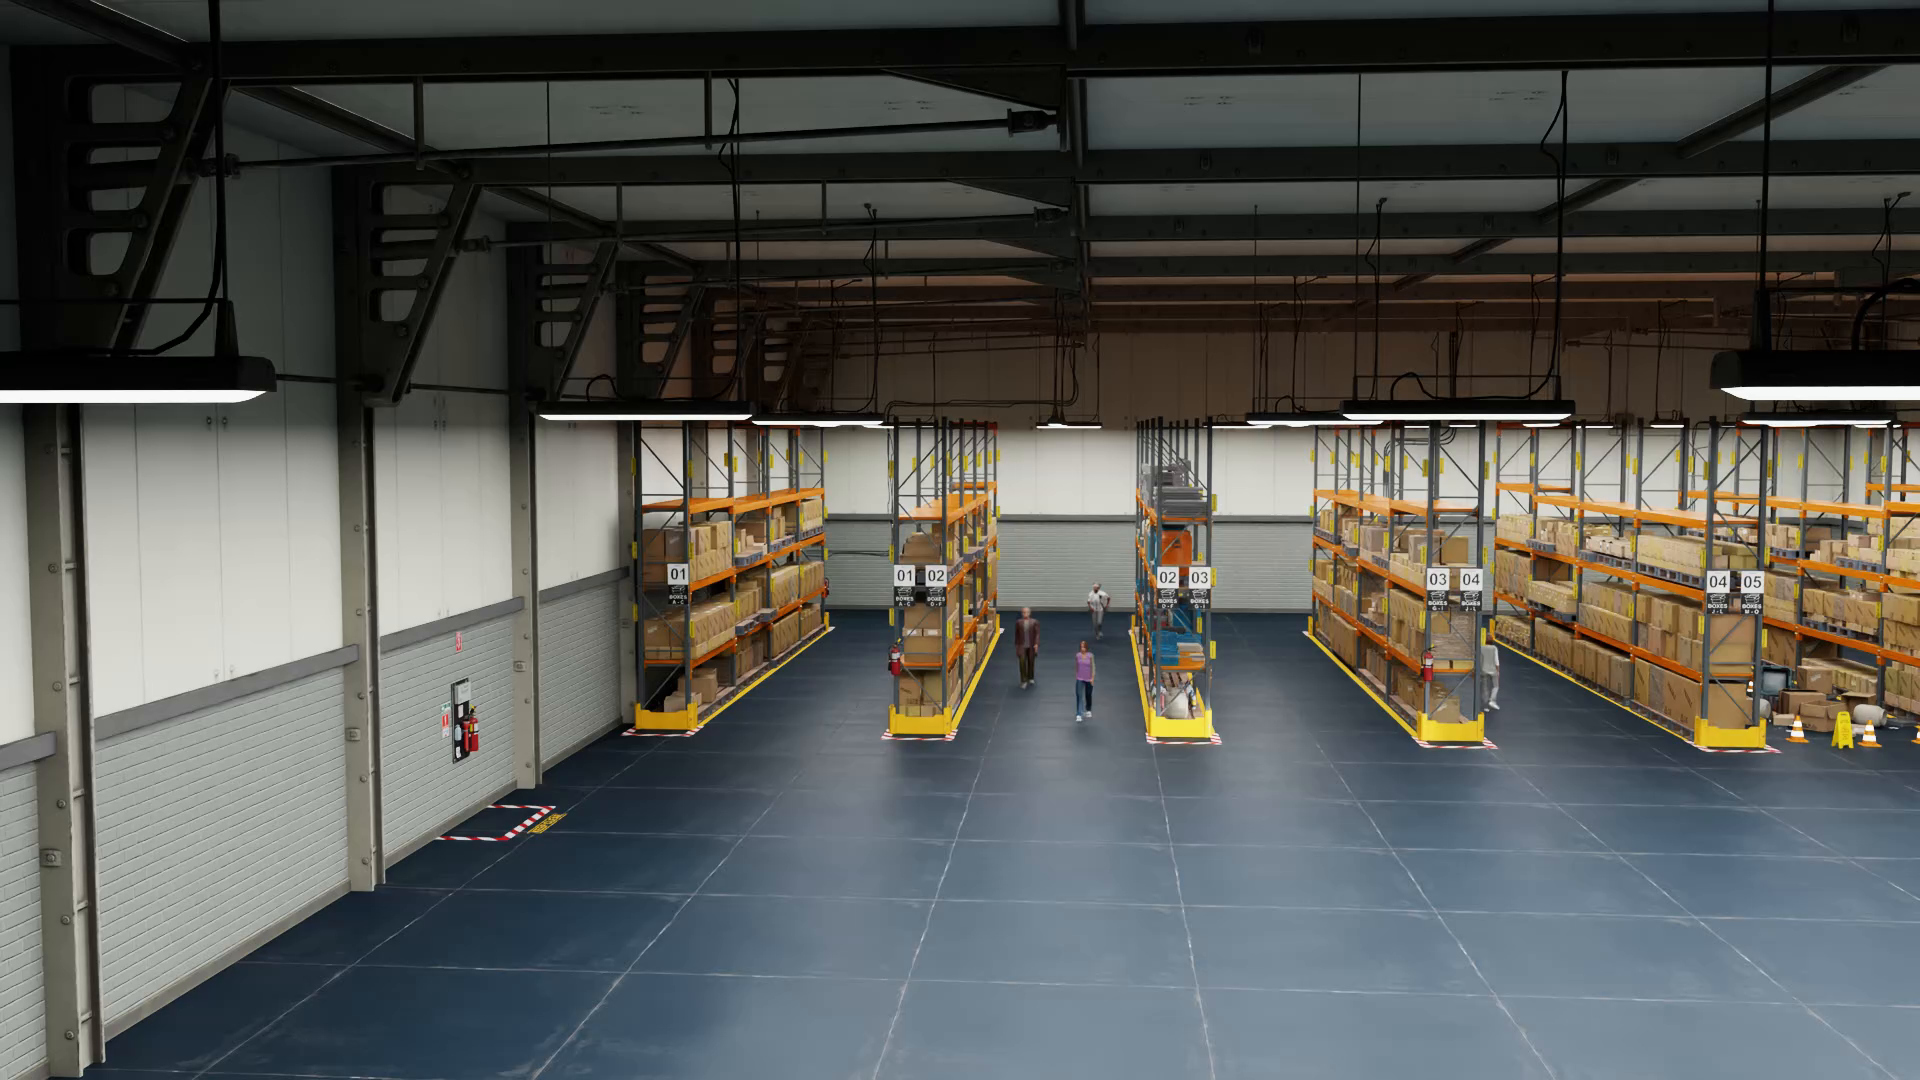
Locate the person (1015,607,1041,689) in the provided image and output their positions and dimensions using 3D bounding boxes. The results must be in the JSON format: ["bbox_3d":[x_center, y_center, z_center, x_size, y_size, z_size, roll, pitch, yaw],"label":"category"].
[{"bbox_3d":[1.511,2.423,37.285,0.593,1.827,0.815,0,4,7],"label":"person"}]

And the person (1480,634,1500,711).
[{"bbox_3d":[10.790,2.712,33.952,0.460,1.596,0.469,1,4,16],"label":"person"}]

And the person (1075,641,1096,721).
[{"bbox_3d":[2.472,2.774,32.887,0.434,1.552,0.884,1,4,12],"label":"person"}]

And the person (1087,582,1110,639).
[{"bbox_3d":[3.814,1.941,45.680,0.618,1.609,0.738,1,4,15],"label":"person"}]
